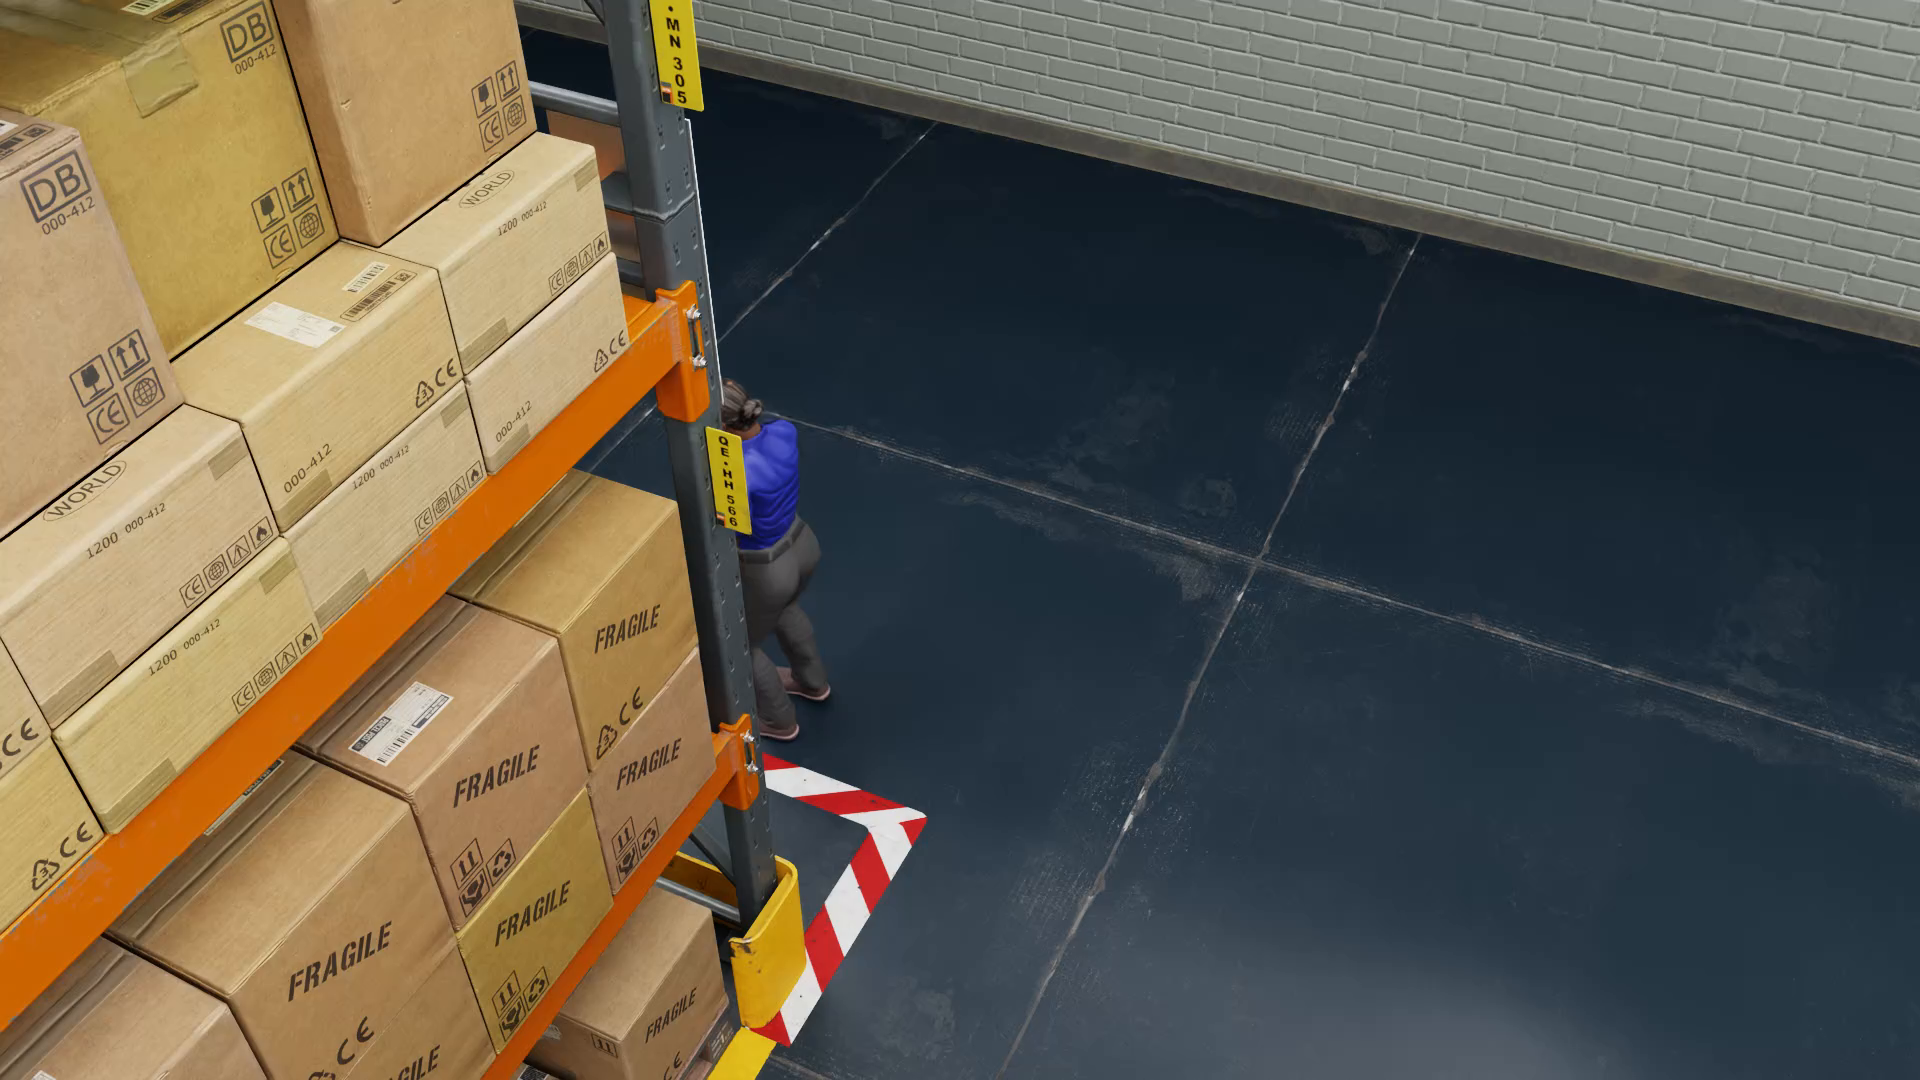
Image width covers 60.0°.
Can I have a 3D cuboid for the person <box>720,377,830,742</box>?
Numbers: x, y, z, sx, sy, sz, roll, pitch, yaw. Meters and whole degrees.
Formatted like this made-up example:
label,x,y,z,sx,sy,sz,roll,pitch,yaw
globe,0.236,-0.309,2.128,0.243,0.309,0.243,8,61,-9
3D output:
label,x,y,z,sx,sy,sz,roll,pitch,yaw
person,-0.730,0.096,6.098,0.361,1.618,0.453,19,45,19
